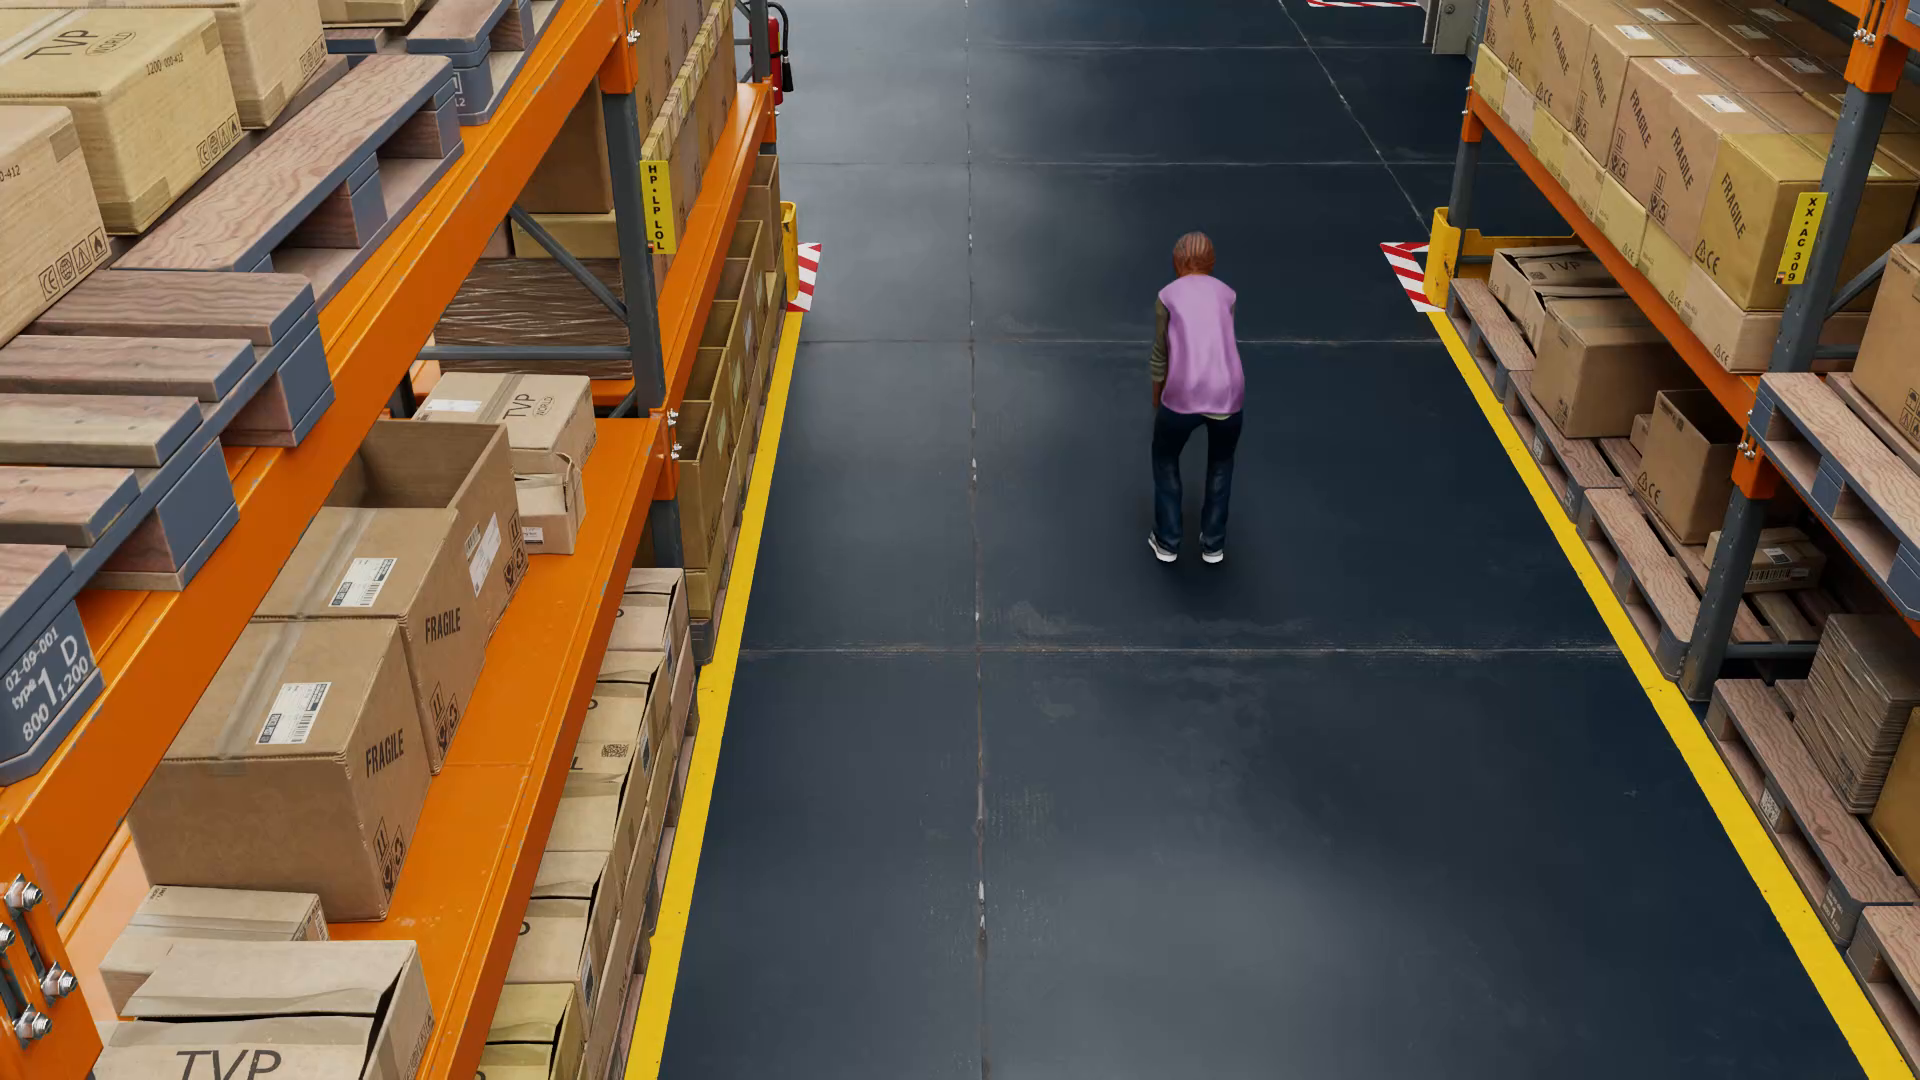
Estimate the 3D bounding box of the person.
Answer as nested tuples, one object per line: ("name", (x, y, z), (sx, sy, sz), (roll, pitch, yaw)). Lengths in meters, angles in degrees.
("person", (1.031, -0.610, 7.339), (0.381, 1.374, 0.727), (-1, 32, -1))
